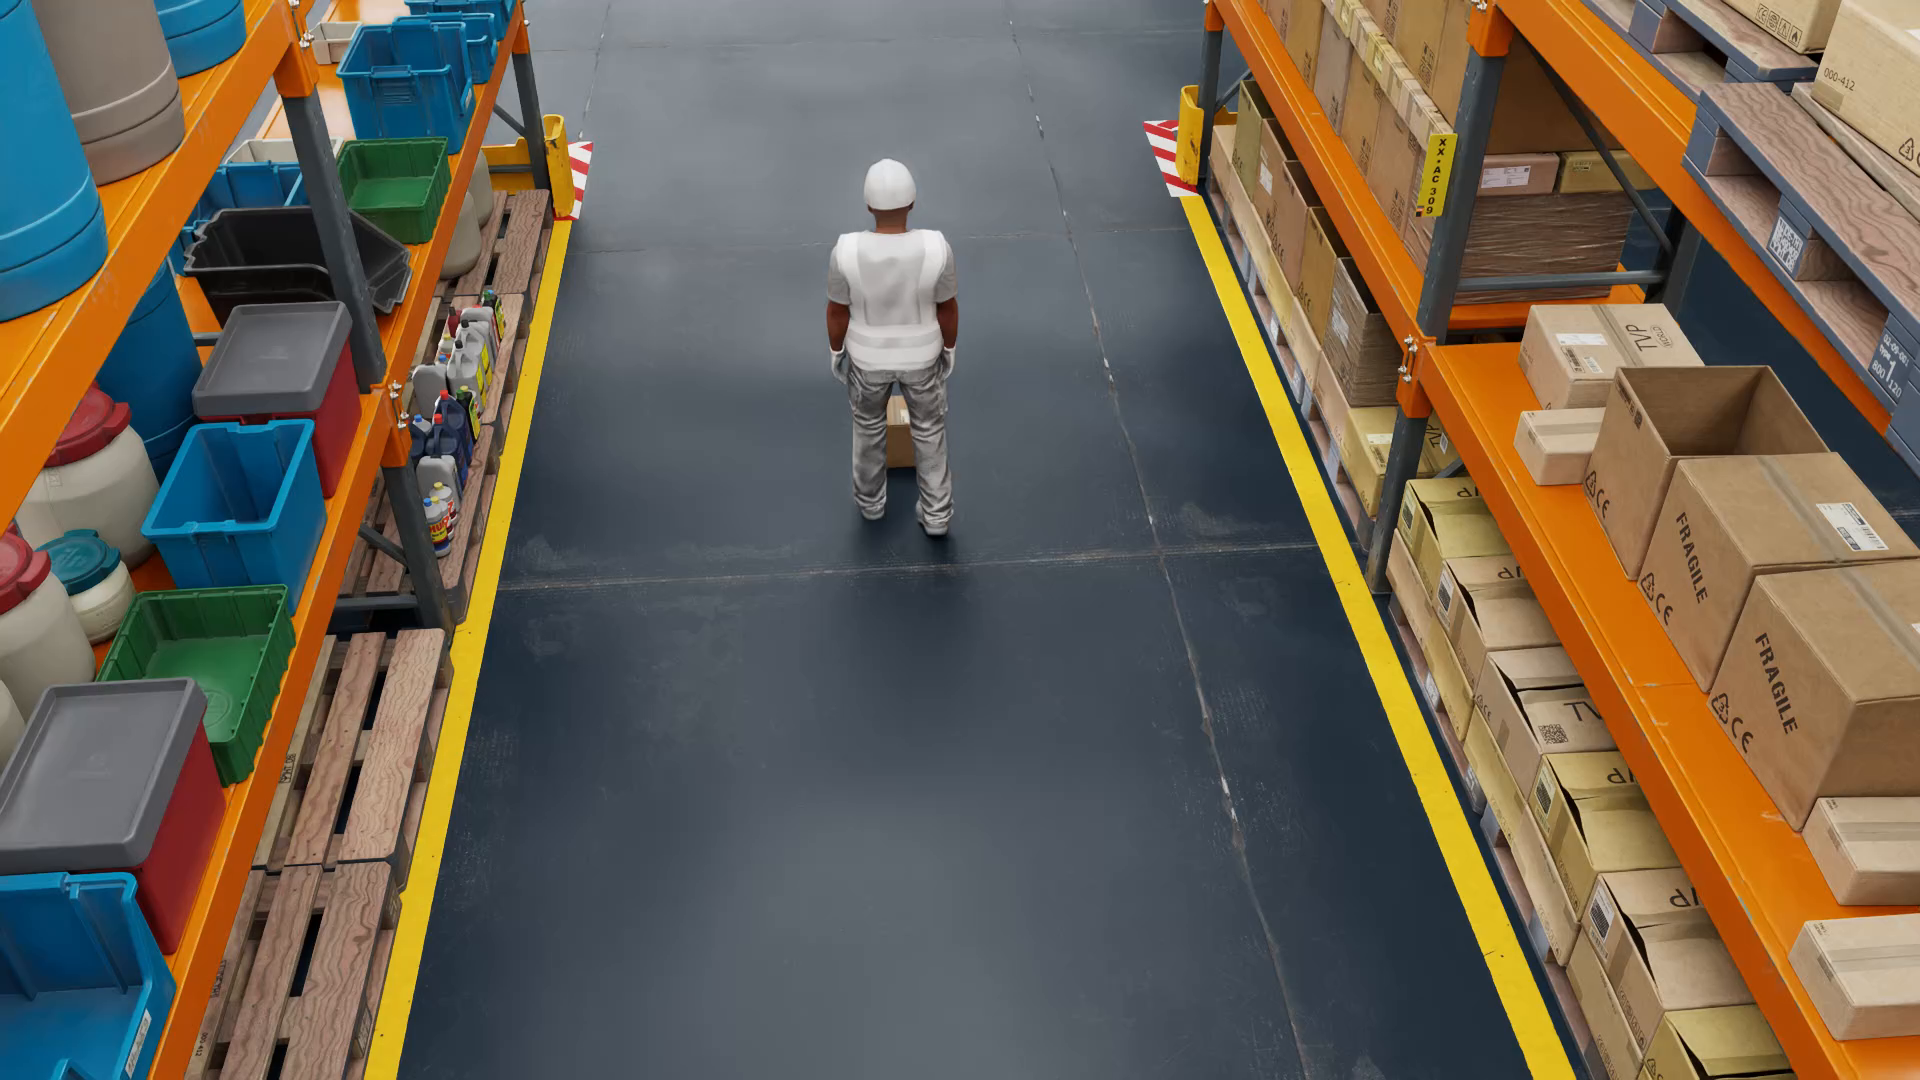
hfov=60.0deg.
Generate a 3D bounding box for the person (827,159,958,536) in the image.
[{"bbox_3d":[-0.288,-0.823,7.182,0.555,1.810,0.459,-2,39,-3],"label":"person"}]
